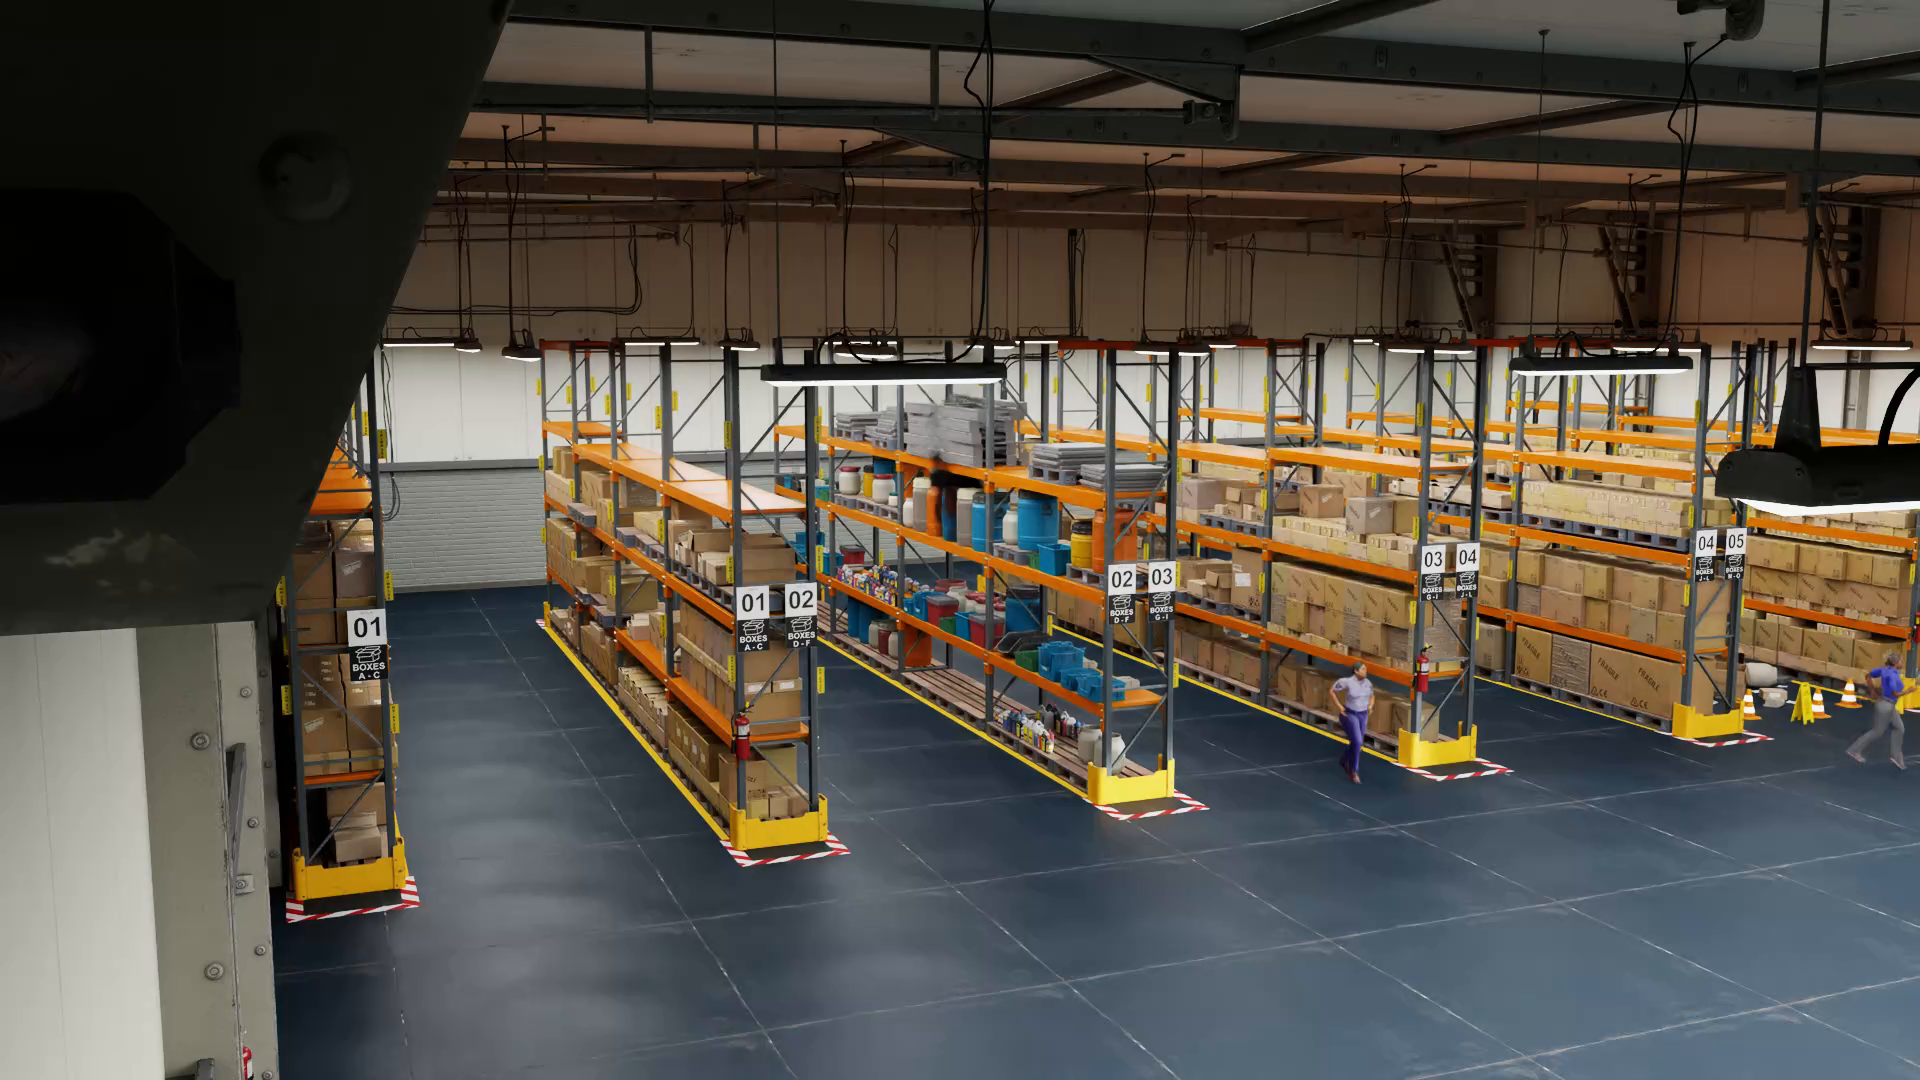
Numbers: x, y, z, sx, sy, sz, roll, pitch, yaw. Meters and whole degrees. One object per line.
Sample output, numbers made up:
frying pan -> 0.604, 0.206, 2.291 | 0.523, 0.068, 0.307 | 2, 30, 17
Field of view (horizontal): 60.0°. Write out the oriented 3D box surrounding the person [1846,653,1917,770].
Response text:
person -> 13.150, 2.460, 23.725 | 0.844, 1.719, 0.562 | 3, 8, 21

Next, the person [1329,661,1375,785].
person -> 5.520, 2.520, 23.244 | 0.609, 1.688, 0.722 | -3, 8, -24

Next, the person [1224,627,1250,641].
person -> 5.346, 1.269, 32.035 | 0.660, 1.829, 0.905 | -2, 8, -17
